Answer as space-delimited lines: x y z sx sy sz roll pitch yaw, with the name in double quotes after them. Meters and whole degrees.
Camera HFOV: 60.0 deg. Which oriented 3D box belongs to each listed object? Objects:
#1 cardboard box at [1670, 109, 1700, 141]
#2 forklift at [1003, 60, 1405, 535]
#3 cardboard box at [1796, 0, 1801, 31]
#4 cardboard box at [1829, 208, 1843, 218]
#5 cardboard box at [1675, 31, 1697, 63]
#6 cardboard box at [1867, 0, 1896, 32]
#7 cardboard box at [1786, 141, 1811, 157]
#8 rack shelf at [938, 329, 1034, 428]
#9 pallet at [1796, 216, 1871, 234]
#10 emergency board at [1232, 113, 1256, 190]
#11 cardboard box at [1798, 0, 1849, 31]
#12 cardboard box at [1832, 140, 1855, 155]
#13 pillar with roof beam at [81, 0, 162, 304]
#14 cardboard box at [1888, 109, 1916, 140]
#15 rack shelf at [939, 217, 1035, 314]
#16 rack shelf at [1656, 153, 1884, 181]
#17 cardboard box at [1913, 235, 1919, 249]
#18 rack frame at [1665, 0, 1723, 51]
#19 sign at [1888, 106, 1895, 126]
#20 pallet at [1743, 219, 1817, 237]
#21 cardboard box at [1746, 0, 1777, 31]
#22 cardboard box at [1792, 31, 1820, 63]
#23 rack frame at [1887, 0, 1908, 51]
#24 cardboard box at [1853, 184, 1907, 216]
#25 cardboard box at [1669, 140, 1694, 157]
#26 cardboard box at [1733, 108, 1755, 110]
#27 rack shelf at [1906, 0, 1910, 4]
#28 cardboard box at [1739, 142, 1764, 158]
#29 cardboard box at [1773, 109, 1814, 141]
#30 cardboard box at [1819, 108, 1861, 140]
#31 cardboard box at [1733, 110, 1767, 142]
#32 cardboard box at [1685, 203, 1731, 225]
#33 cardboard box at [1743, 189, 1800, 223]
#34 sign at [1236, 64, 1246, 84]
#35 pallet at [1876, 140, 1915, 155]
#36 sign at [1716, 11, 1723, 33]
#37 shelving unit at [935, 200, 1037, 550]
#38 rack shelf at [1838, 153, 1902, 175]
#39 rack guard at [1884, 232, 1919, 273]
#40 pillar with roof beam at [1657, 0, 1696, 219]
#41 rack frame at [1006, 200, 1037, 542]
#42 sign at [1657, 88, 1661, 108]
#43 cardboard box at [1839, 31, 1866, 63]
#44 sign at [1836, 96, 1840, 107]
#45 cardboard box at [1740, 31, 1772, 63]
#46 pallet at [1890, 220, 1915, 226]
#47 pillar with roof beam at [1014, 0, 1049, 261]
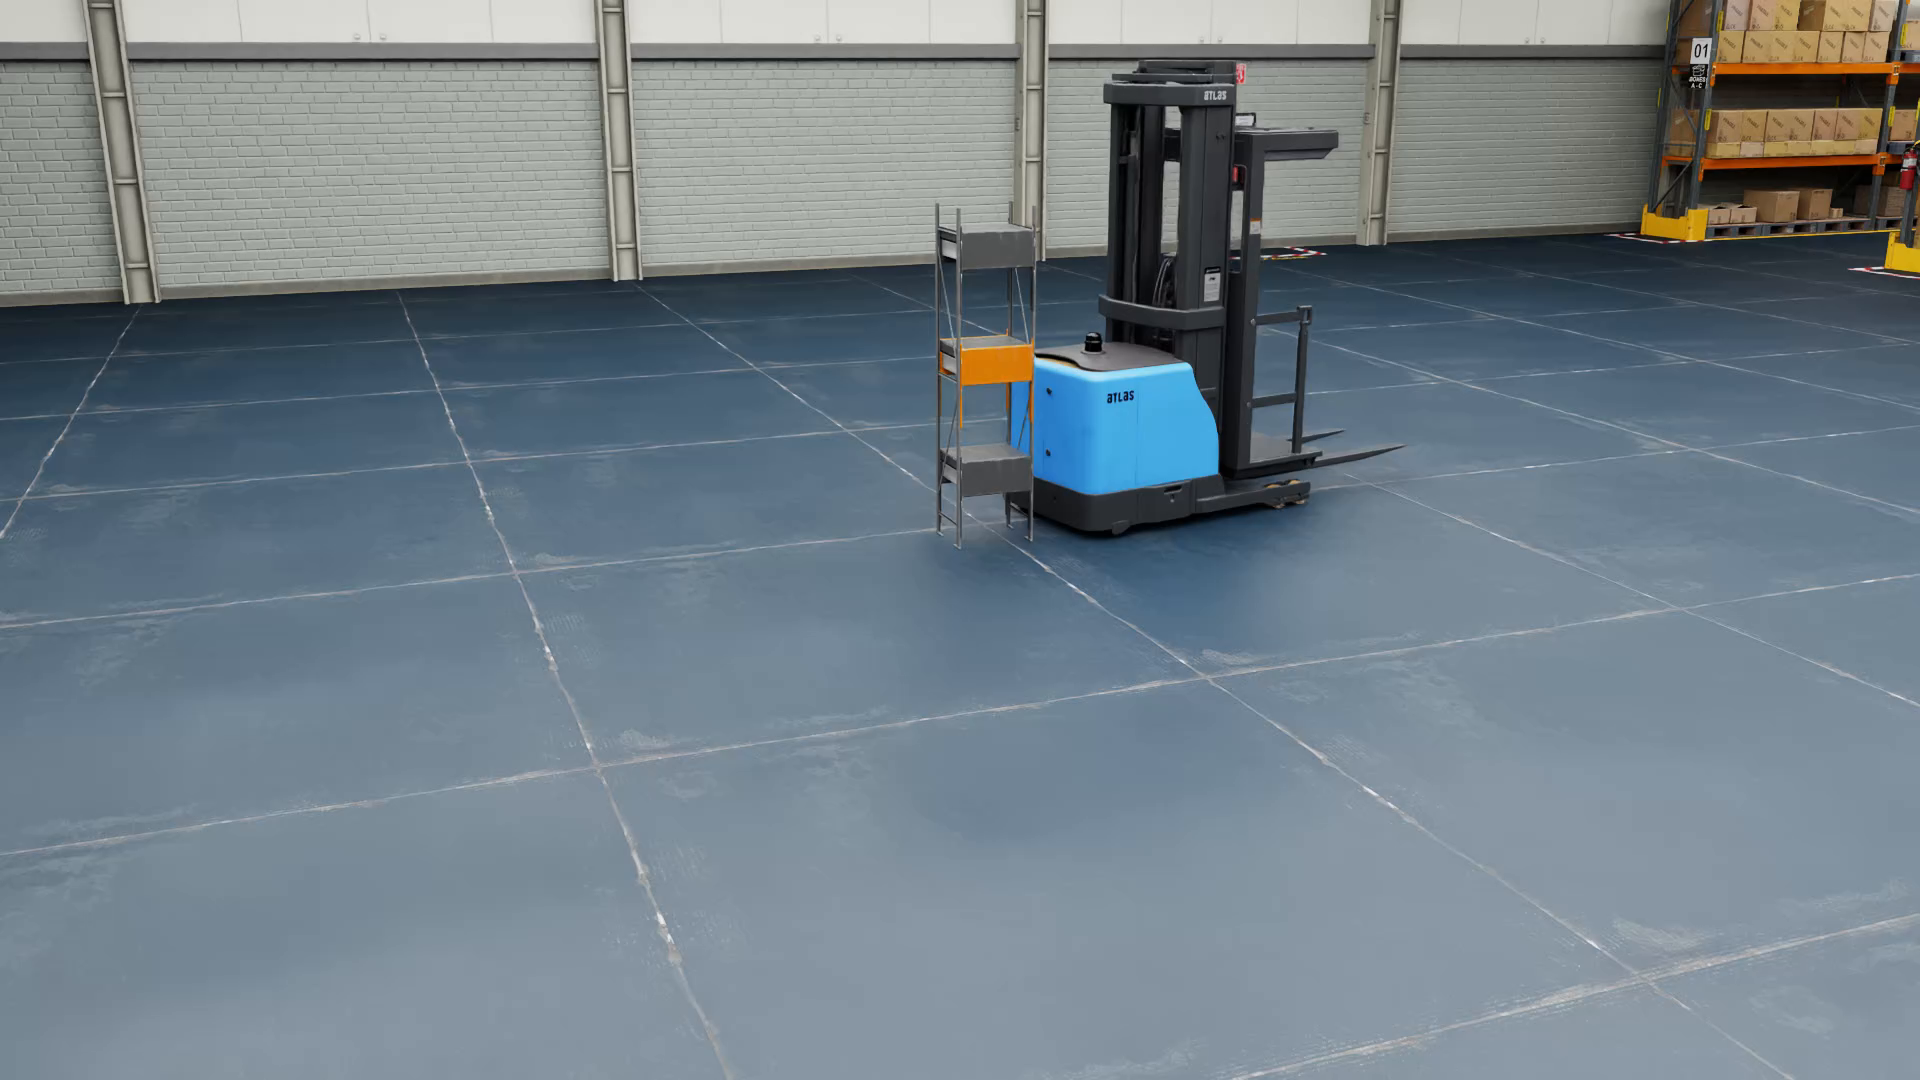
12.262 -6.929 27.770 0.500 0.500 0.500 -6 18 -21 "cardboard box"
1.806 -1.734 11.299 3.031 2.935 1.130 -10 19 -31 "forklift"
13.653 -8.767 27.819 0.500 0.500 0.500 -6 17 -20 "cardboard box"
15.144 -5.721 29.005 0.250 0.166 0.380 -9 18 -27 "cardboard box"
12.197 -8.134 27.435 0.500 0.500 0.500 -5 17 -16 "cardboard box"
15.262 -8.786 27.883 0.500 0.500 0.500 -8 18 -25 "cardboard box"
13.898 -6.588 27.938 0.500 0.250 0.500 -6 17 -20 "cardboard box"
0.155 -1.011 10.363 0.480 0.518 0.431 -6 17 -20 "rack shelf"
15.019 -5.516 29.009 1.213 0.211 1.003 -6 17 -20 "pallet"
4.318 -5.982 25.646 0.643 1.169 0.194 -6 17 -20 "emergency board"
14.270 -8.673 27.496 0.500 0.500 0.500 -7 18 -22 "cardboard box"
14.831 -6.693 28.298 0.500 0.250 0.500 -6 17 -20 "cardboard box"
-8.629 -6.152 15.578 0.400 9.000 9.100 -6 17 -20 "pillar with roof beam"
16.120 -7.233 28.946 0.500 0.500 0.700 -6 17 -20 "cardboard box"
0.155 -1.683 10.166 0.480 0.518 0.431 -6 17 -20 "rack shelf"
13.765 -6.385 28.293 4.000 0.370 1.077 -6 17 -20 "rack shelf"
14.069 -4.239 23.845 0.500 0.250 0.500 -6 17 -20 "cardboard box"
11.898 -9.406 26.659 0.127 3.000 1.000 -6 17 -20 "rack frame"
15.834 -7.205 28.272 0.005 0.325 0.100 -6 17 -20 "sign"
13.877 -5.392 28.586 1.213 0.211 1.003 -6 17 -20 "pallet"
12.831 -8.517 26.966 0.500 0.500 0.500 -6 18 -21 "cardboard box"
13.790 -8.151 27.493 0.500 0.500 0.500 -5 17 -17 "cardboard box"
15.633 -9.810 28.033 0.127 3.000 1.000 -6 17 -20 "rack frame"
16.314 -6.022 29.436 0.500 0.500 0.700 -6 17 -18 "cardboard box"
12.265 -6.564 27.857 0.500 0.250 0.500 -6 17 -19 "cardboard box"
13.217 -7.030 28.115 0.500 0.500 0.500 -7 18 -22 "cardboard box"
17.501 -9.474 28.877 4.000 0.370 1.077 -6 17 -20 "rack shelf"
12.947 -6.487 27.597 0.500 0.250 0.500 -7 18 -22 "cardboard box"
13.879 -6.947 27.832 0.500 0.500 0.500 -6 17 -18 "cardboard box"
14.838 -7.048 28.175 0.500 0.500 0.500 -6 17 -20 "cardboard box"
12.916 -6.842 27.473 0.500 0.500 0.500 -6 17 -20 "cardboard box"
12.576 -5.495 27.978 0.500 0.311 0.500 -8 18 -26 "cardboard box"
13.811 -5.704 28.355 0.500 0.500 0.700 -7 18 -24 "cardboard box"
4.275 -7.120 25.406 0.199 0.298 0.001 -6 17 -20 "sign"
16.399 -6.878 29.037 1.213 0.211 1.003 -6 17 -20 "pallet"
12.092 -8.244 26.473 0.005 0.325 0.100 -6 17 -20 "sign"
0.155 -1.024 10.359 0.503 2.100 0.431 -6 17 -20 "shelving unit"
17.501 -6.788 29.666 4.000 0.370 1.077 -6 17 -20 "rack shelf"
13.651 -4.023 23.412 0.348 0.500 1.175 -6 17 -20 "rack guard"
13.782 -8.572 23.818 0.400 9.000 9.100 -6 17 -20 "pillar with roof beam"
0.382 -1.049 10.443 0.015 2.100 0.400 -6 17 -20 "rack frame"
11.718 -7.383 27.801 0.005 0.325 0.100 -6 17 -20 "sign"
14.773 -8.265 27.881 0.500 0.500 0.500 -8 18 -25 "cardboard box"
15.431 -7.633 29.211 0.005 0.325 0.100 -6 17 -20 "sign"
12.814 -8.038 27.108 0.500 0.500 0.500 -5 17 -16 "cardboard box"
17.501 -5.796 29.962 1.213 0.211 1.003 -6 17 -20 "pallet"
2.577 -7.362 19.698 0.400 9.000 9.100 -6 17 -20 "pillar with roof beam"
